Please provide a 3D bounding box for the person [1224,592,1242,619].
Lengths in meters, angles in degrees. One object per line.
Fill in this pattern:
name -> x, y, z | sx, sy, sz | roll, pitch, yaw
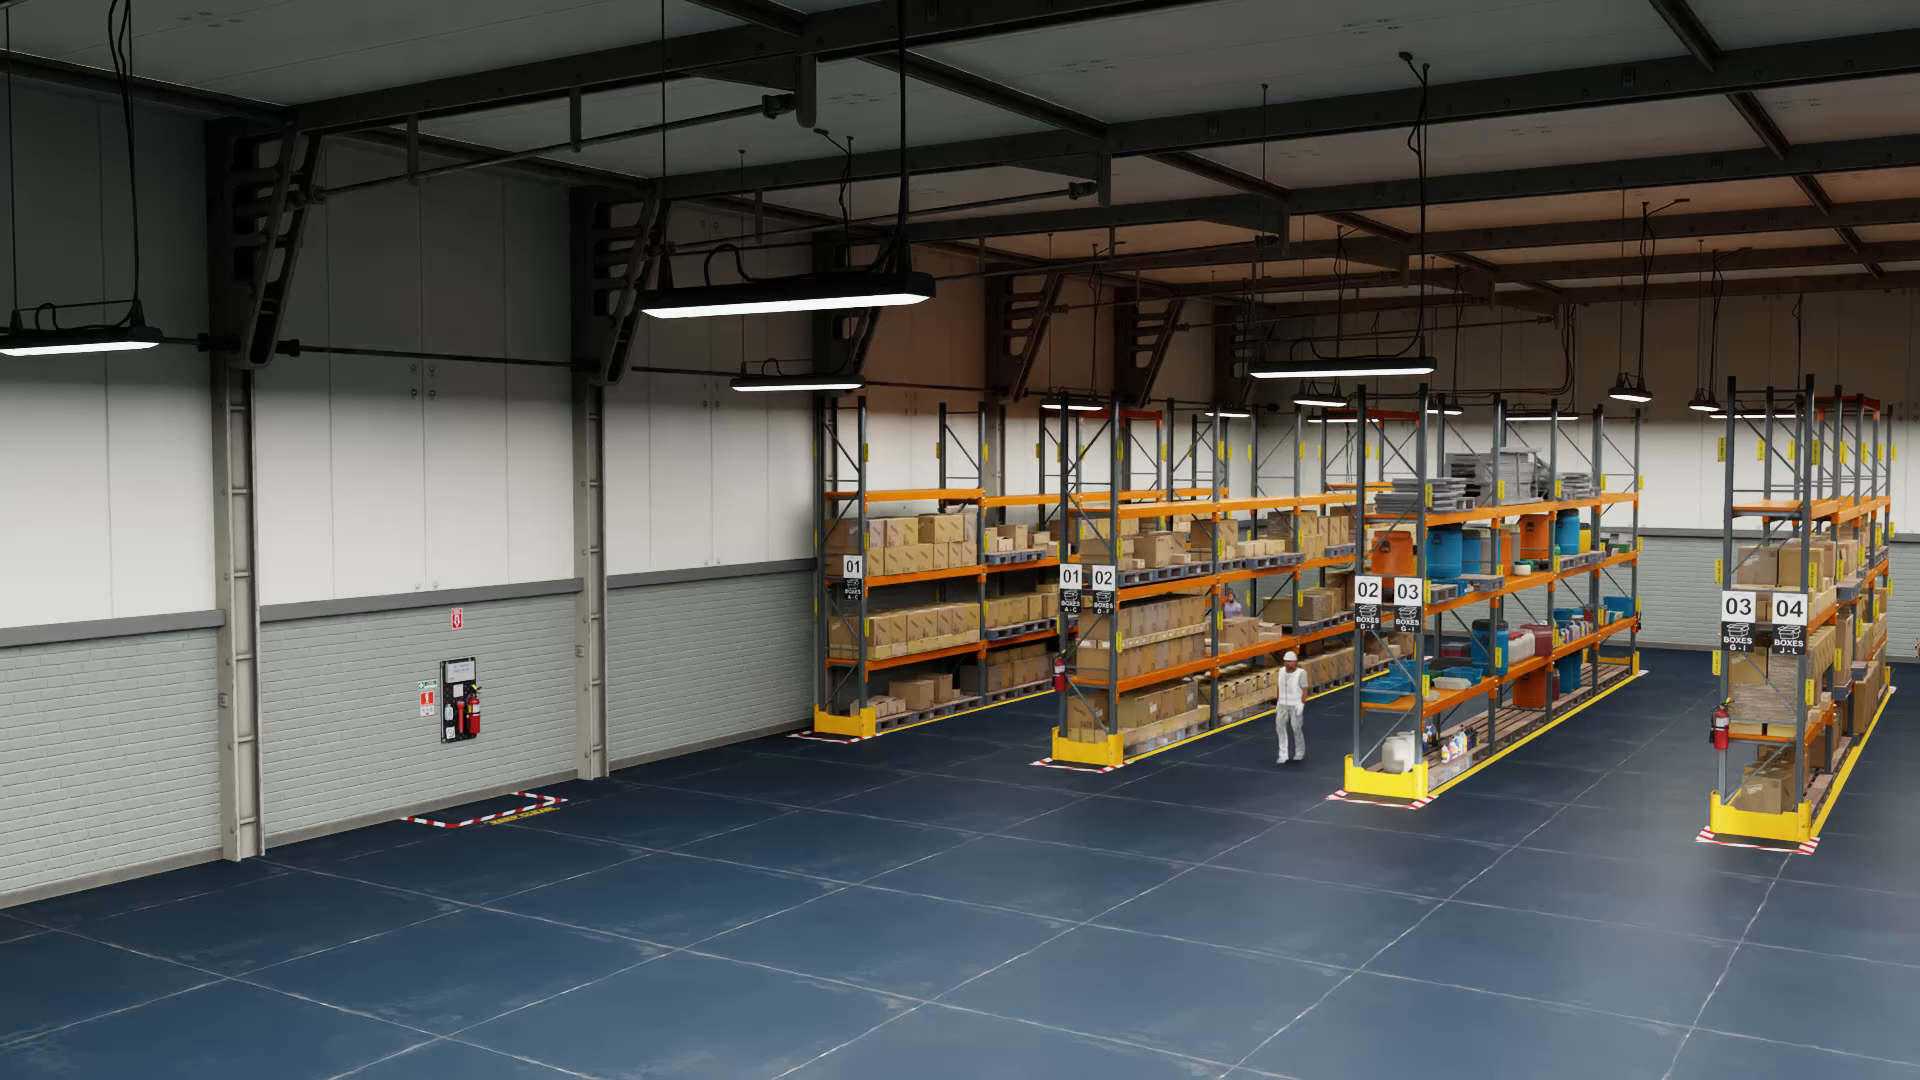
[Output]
person -> 6.636, 2.065, 40.504 | 0.509, 1.588, 1.034 | 2, 3, 30

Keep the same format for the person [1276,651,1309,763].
person -> 5.355, 2.718, 26.932 | 0.610, 1.838, 0.532 | 3, 4, 42

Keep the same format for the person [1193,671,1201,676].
person -> 5.051, 2.300, 35.933 | 0.693, 1.635, 0.722 | 3, 4, 41

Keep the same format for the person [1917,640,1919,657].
person -> 19.423, 2.434, 33.041 | 0.715, 1.677, 0.712 | 3, 4, 41
